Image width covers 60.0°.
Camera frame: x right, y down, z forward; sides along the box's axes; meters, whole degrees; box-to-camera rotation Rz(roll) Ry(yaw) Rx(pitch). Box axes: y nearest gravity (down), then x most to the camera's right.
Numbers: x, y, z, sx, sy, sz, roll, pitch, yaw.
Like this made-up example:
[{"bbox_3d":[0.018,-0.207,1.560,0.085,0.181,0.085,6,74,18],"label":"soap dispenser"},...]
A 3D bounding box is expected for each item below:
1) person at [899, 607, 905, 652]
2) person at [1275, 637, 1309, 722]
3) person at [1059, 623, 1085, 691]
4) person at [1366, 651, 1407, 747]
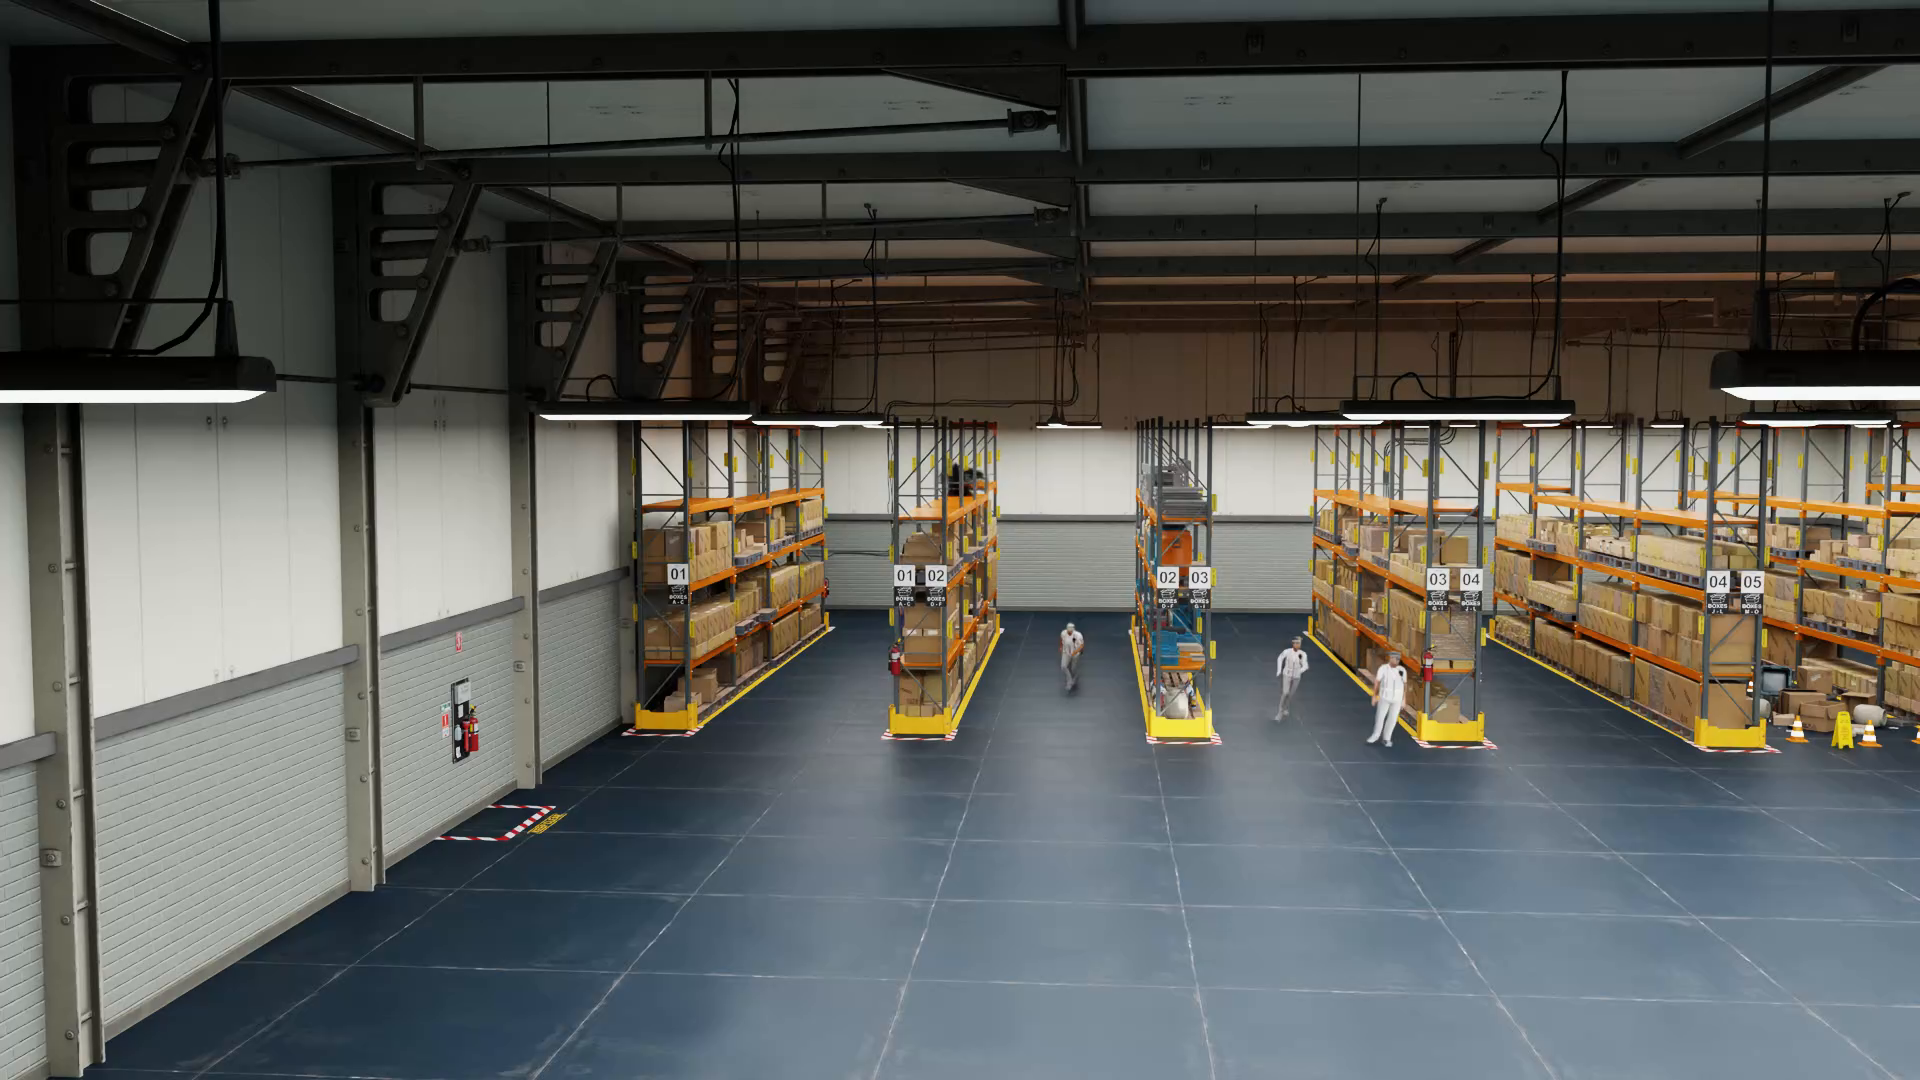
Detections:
[{"bbox_3d":[-1.356,2.101,43.365,0.518,1.652,0.798,0,4,1],"label":"person"},{"bbox_3d":[6.562,2.728,32.976,0.661,1.663,0.787,0,4,3],"label":"person"},{"bbox_3d":[2.501,2.546,37.021,0.619,1.514,1.076,1,4,15],"label":"person"},{"bbox_3d":[7.771,2.893,30.270,0.691,1.774,0.485,0,4,-2],"label":"person"}]
